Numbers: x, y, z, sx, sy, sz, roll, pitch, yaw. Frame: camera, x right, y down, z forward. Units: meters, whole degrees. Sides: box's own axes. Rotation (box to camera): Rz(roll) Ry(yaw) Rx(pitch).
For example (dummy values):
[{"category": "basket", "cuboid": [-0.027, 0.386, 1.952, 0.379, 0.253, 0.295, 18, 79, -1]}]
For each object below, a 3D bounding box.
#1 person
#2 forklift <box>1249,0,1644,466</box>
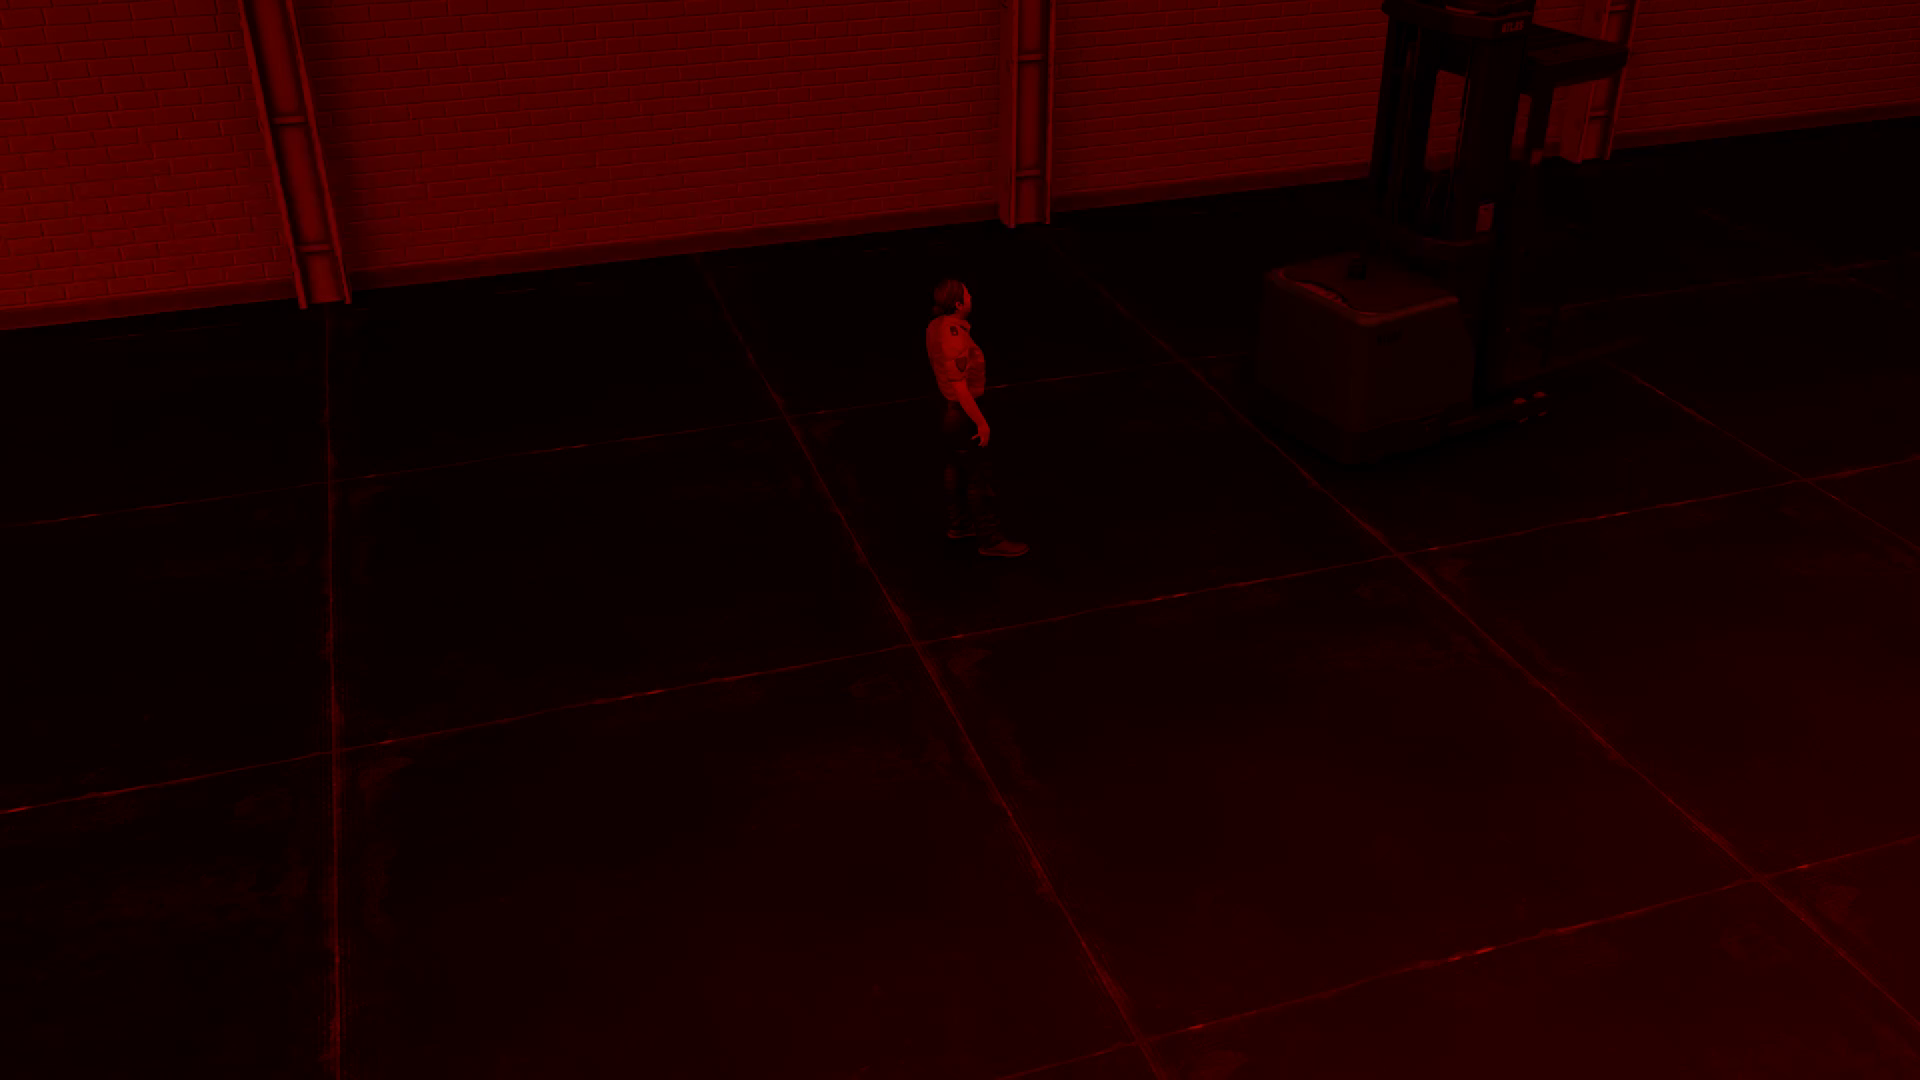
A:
[{"category": "person", "cuboid": [0.093, -0.724, 9.618, 0.502, 1.651, 0.598, -10, 31, -16]}, {"category": "forklift", "cuboid": [3.515, -2.286, 11.060, 3.031, 2.935, 1.130, -17, 34, -27]}]
